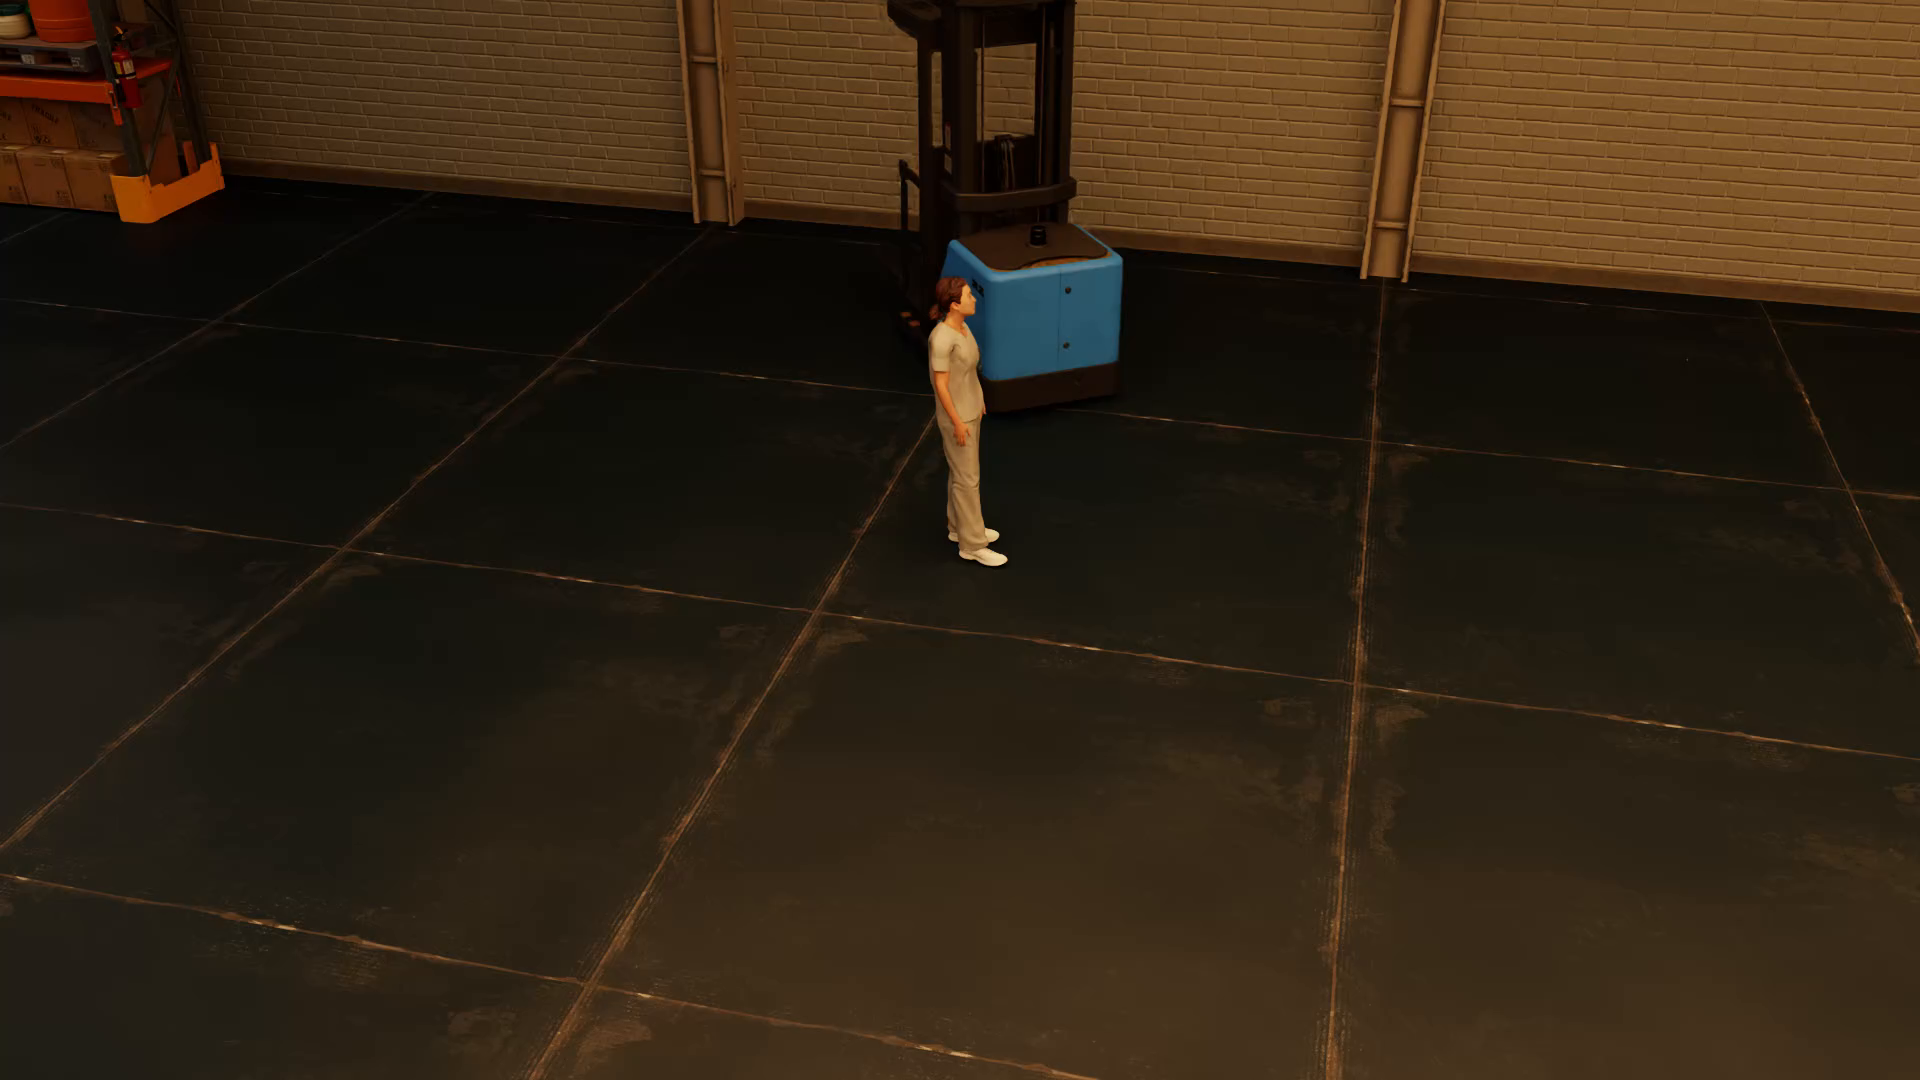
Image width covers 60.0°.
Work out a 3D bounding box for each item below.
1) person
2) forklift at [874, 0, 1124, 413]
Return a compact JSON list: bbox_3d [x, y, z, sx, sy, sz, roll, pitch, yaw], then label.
[{"bbox_3d":[0.069,-0.720,9.699,0.548,1.673,0.549,7,30,12],"label":"person"},{"bbox_3d":[0.139,-2.869,12.234,1.130,2.935,3.031,-11,31,-18],"label":"forklift"}]
